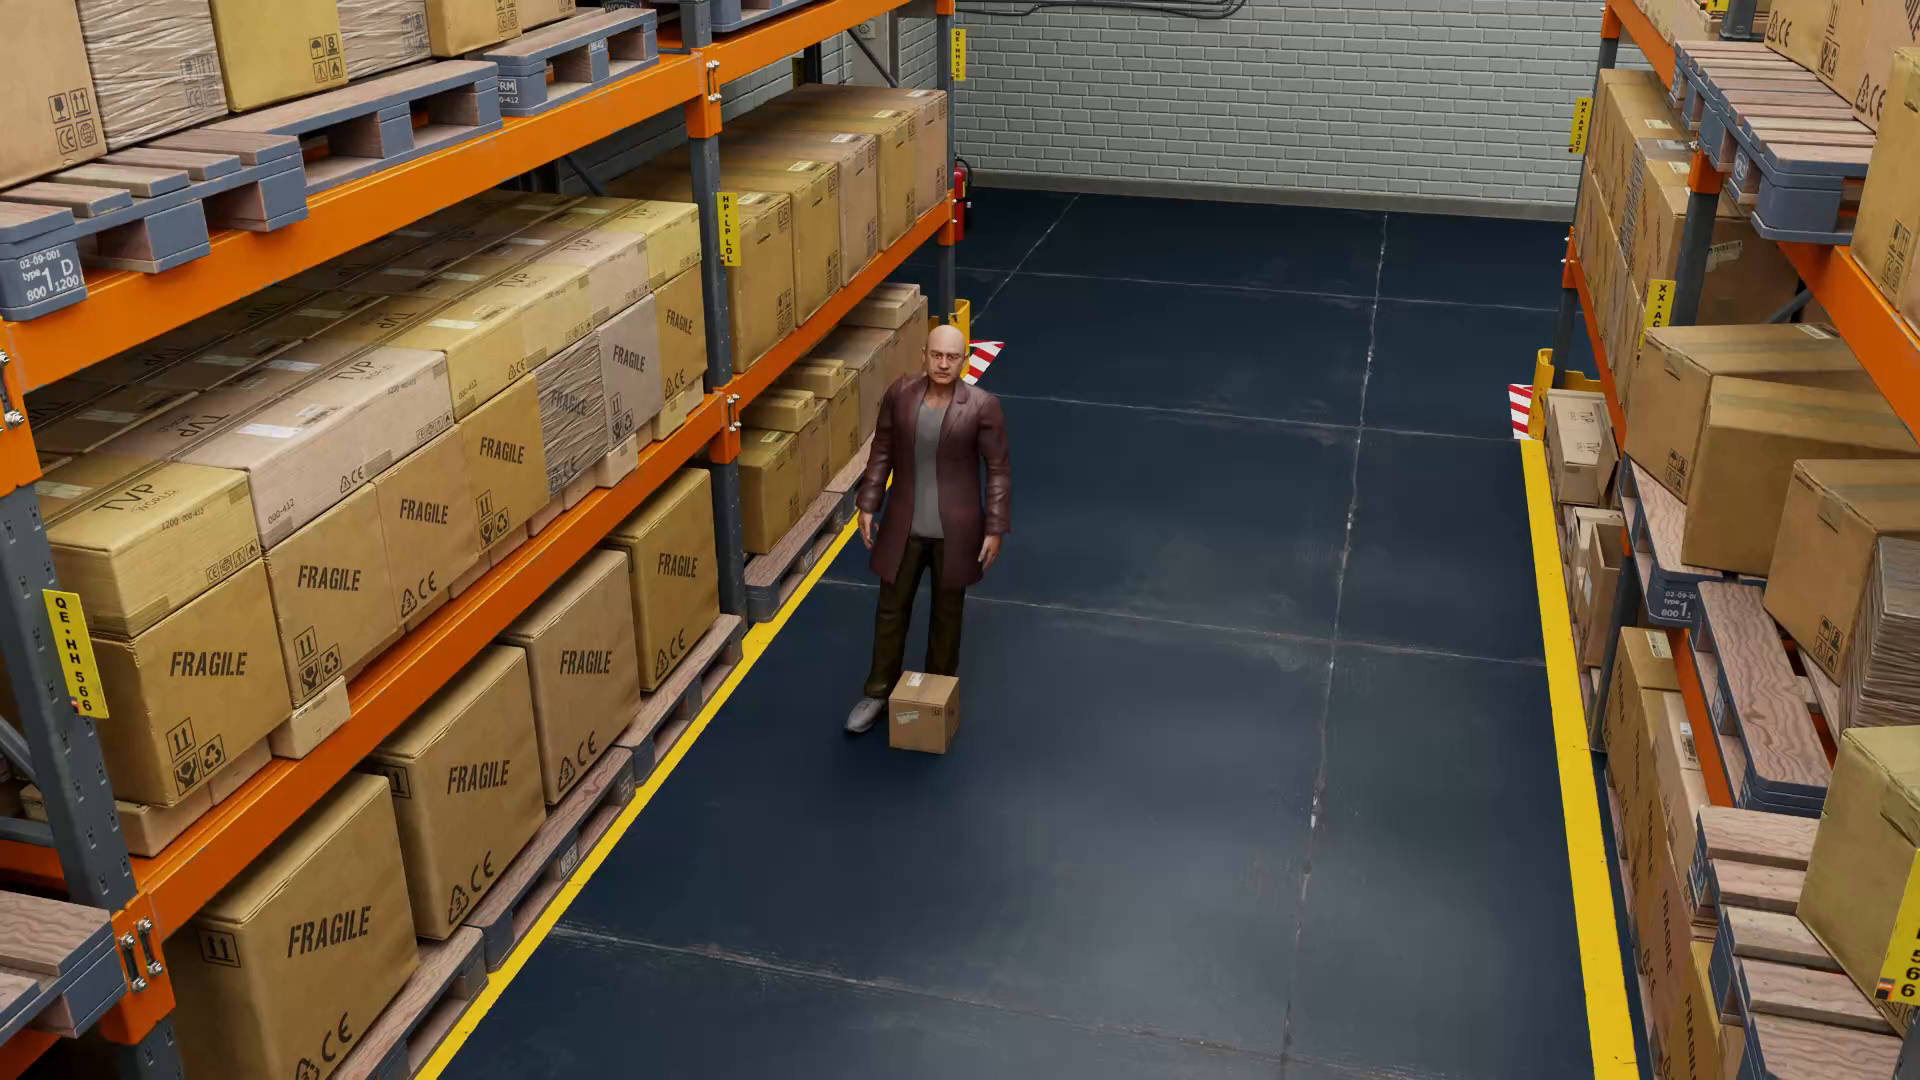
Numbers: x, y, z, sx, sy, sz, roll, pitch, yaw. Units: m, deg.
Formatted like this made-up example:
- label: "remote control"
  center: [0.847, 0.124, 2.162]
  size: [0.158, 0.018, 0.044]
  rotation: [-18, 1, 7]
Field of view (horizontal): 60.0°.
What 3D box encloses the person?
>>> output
- label: "person"
  center: [-0.139, -0.021, 7.149]
  size: [0.698, 1.779, 0.579]
  rotation: [6, 26, 14]
